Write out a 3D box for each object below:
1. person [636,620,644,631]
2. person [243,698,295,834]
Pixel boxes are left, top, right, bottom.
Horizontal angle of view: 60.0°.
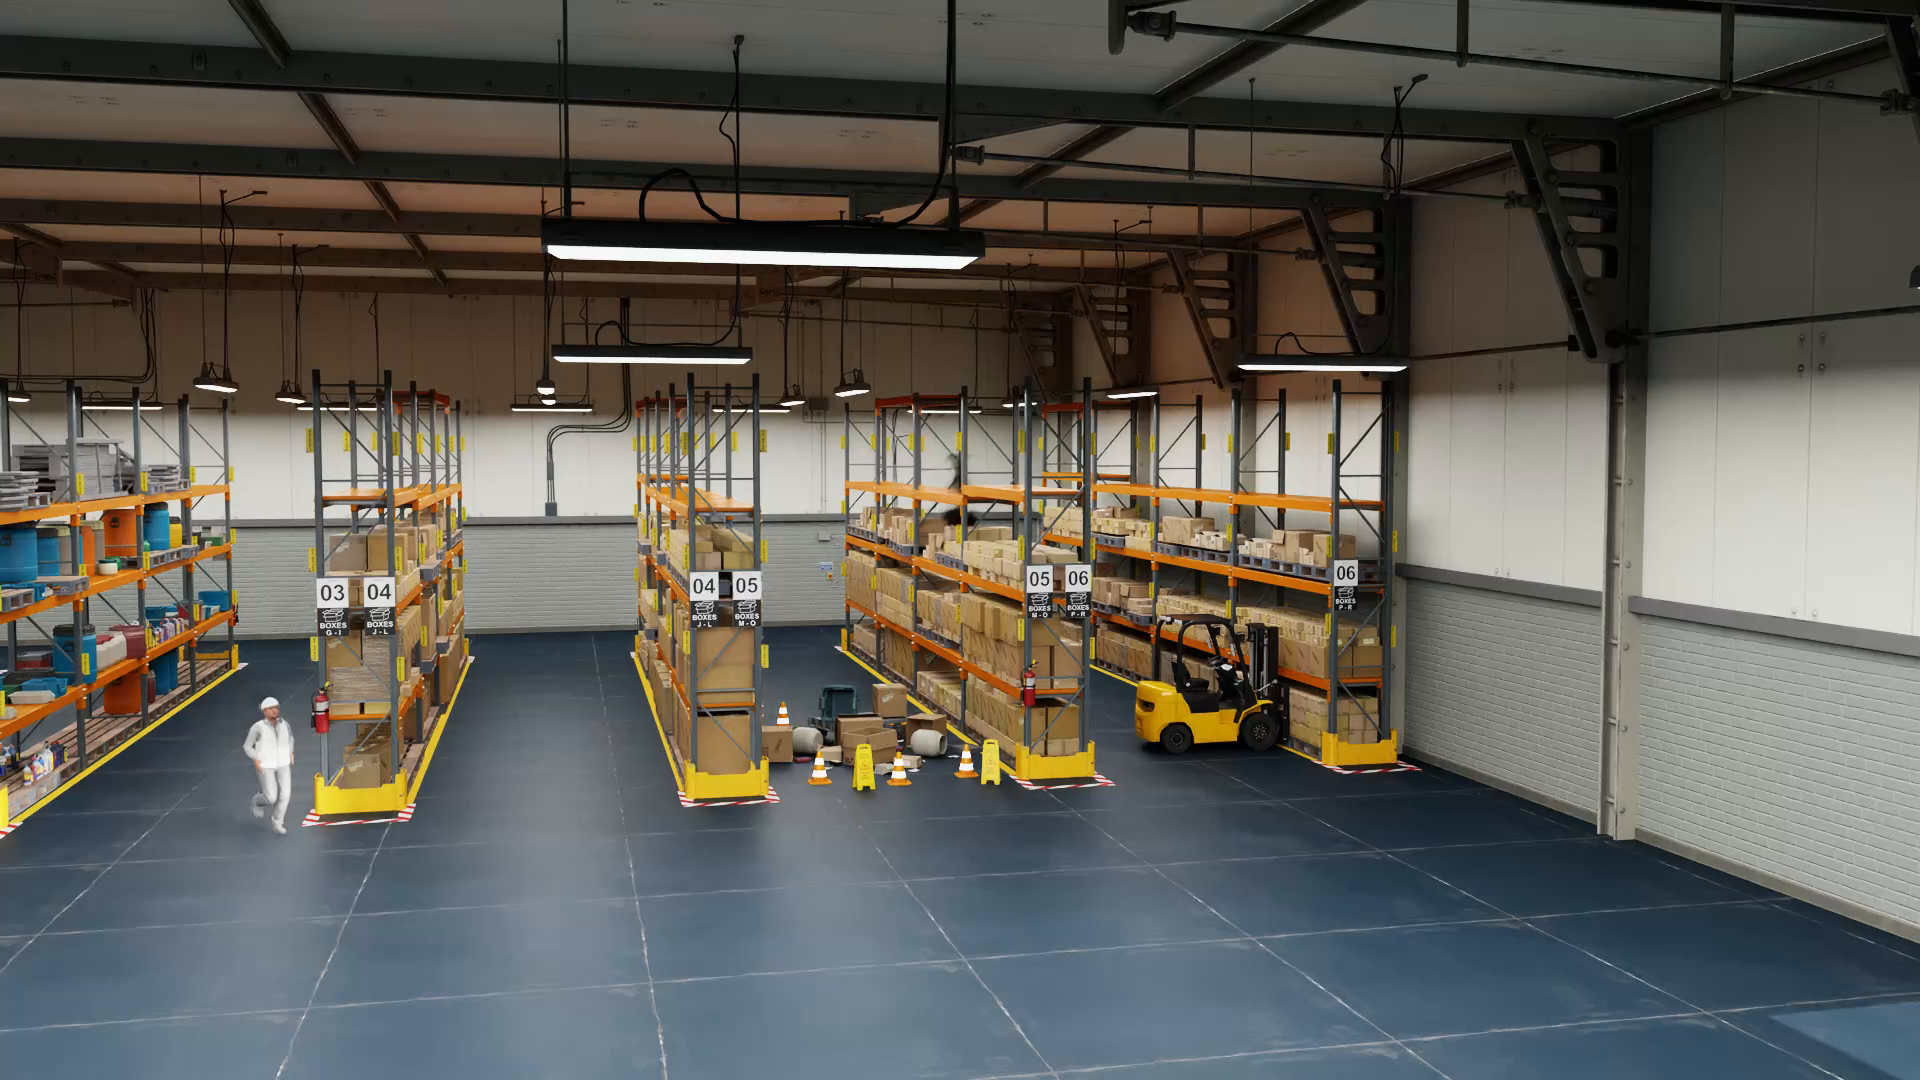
[{"bbox_3d":[-7.499,1.828,40.380,0.706,1.821,0.693,-2,4,-37],"label":"person"},{"bbox_3d":[-8.920,2.906,21.537,0.638,1.745,0.670,3,5,43],"label":"person"}]
